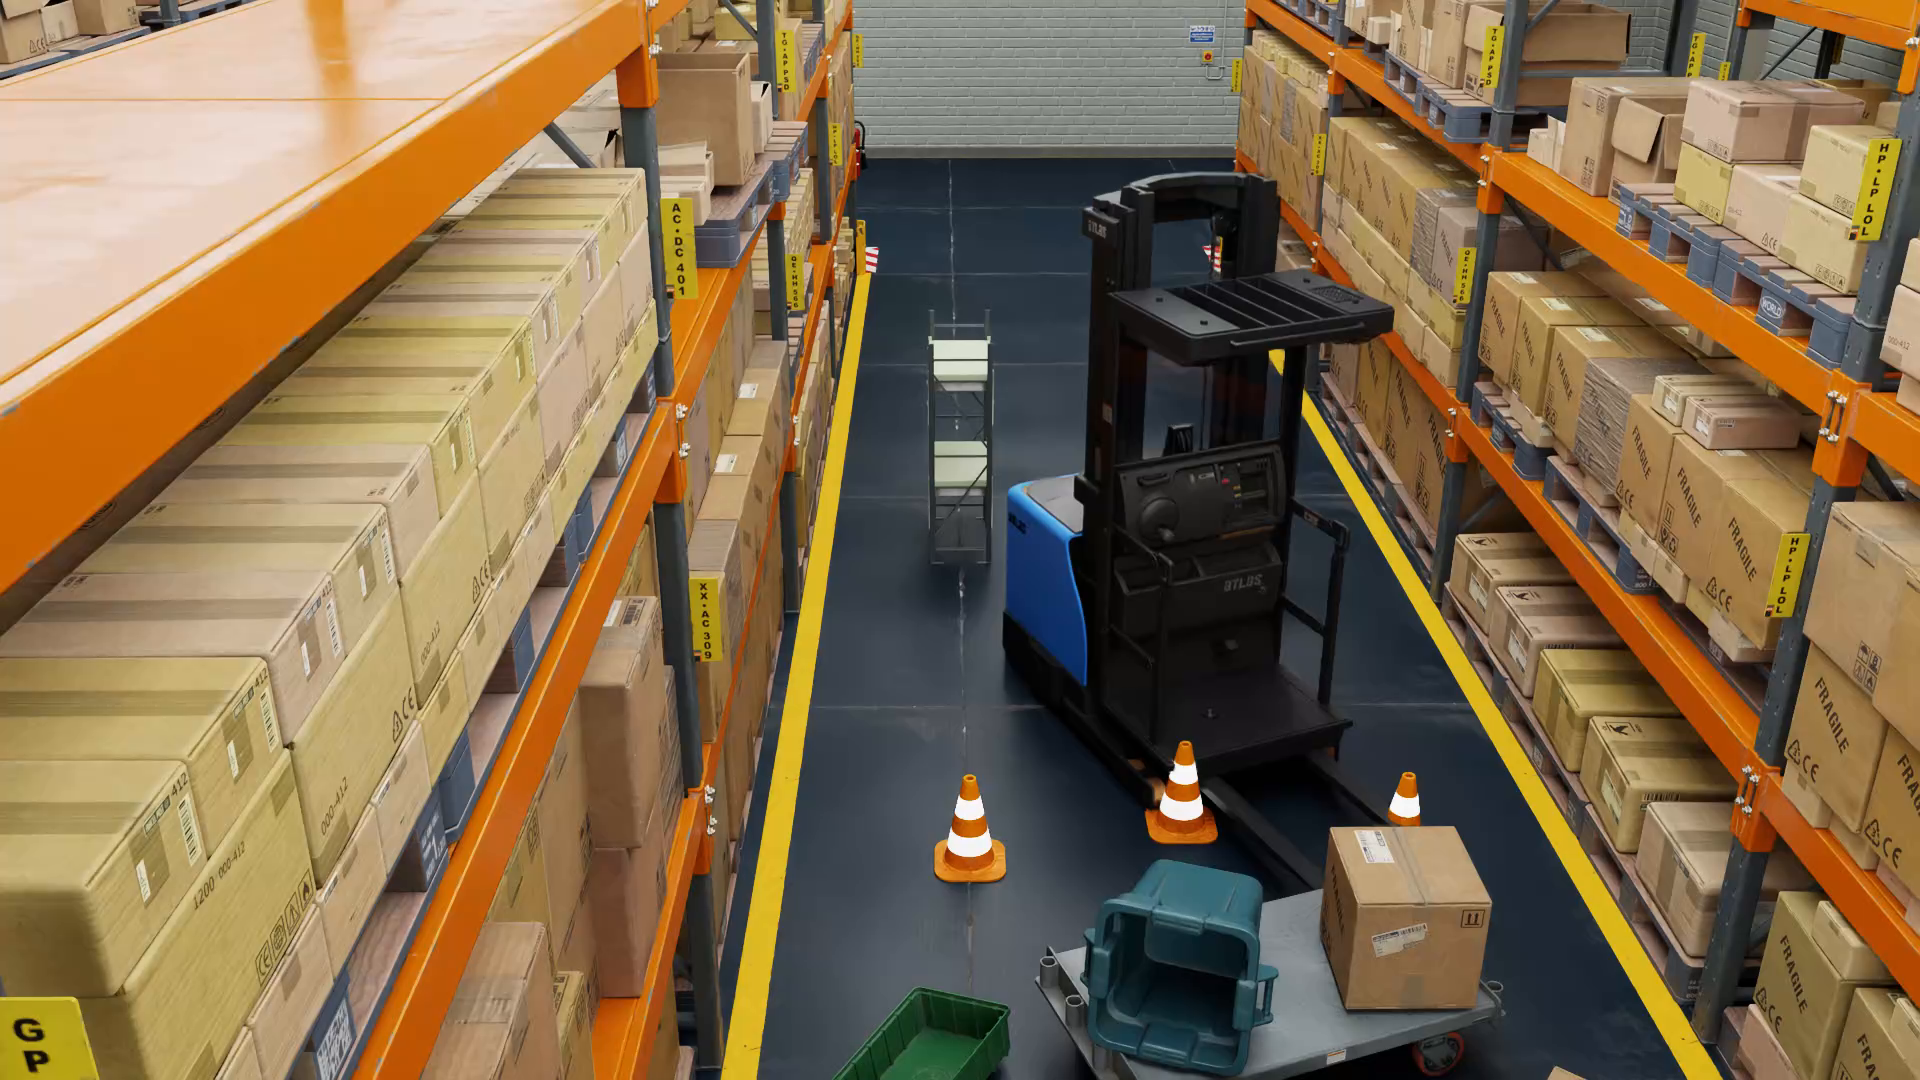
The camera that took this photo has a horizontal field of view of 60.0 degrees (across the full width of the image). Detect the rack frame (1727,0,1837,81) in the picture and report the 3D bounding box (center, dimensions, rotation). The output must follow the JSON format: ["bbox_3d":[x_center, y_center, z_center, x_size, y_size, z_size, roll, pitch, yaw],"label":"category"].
[{"bbox_3d":[8.333,-4.317,17.155,1.000,3.000,0.127,0,24,-1],"label":"rack frame"}]

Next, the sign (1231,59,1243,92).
[{"bbox_3d":[2.815,-4.724,16.907,0.100,0.325,0.005,0,24,-1],"label":"sign"}]

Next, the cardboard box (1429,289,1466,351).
[{"bbox_3d":[3.198,-1.355,10.180,0.500,0.250,0.500,0,24,-1],"label":"cardboard box"}]

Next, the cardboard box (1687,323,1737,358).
[{"bbox_3d":[3.757,-0.992,8.024,0.380,0.149,0.250,-1,24,-3],"label":"cardboard box"}]

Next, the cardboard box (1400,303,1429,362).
[{"bbox_3d":[3.171,-1.346,10.768,0.500,0.250,0.500,0,24,0],"label":"cardboard box"}]

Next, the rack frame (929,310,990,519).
[{"bbox_3d":[-0.004,-0.831,11.268,0.400,1.500,0.023,0,24,-1],"label":"rack frame"}]

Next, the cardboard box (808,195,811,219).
[{"bbox_3d":[-1.329,-2.522,12.620,0.380,0.149,0.250,0,24,0],"label":"cardboard box"}]

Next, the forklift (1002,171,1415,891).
[{"bbox_3d":[1.305,-0.193,8.119,1.130,2.935,3.031,-10,26,-22],"label":"forklift"}]

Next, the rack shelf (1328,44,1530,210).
[{"bbox_3d":[3.435,-2.860,11.166,1.077,0.370,4.000,0,24,-1],"label":"rack shelf"}]

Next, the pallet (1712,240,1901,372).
[{"bbox_3d":[3.601,-0.884,6.153,1.213,0.211,1.003,0,24,-1],"label":"pallet"}]

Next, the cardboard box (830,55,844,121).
[{"bbox_3d":[-1.296,-4.037,14.841,0.500,0.500,0.500,-1,24,-2],"label":"cardboard box"}]

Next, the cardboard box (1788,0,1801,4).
[{"bbox_3d":[8.019,-5.120,15.595,0.380,0.149,0.250,0,24,1],"label":"cardboard box"}]

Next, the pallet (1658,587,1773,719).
[{"bbox_3d":[3.638,0.423,6.906,1.003,0.211,1.213,0,24,-1],"label":"pallet"}]

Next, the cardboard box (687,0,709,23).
[{"bbox_3d":[-1.790,-3.389,10.413,0.396,0.266,0.258,0,24,-1],"label":"cardboard box"}]

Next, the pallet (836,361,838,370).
[{"bbox_3d":[-1.578,-1.587,14.503,1.003,0.211,1.213,0,24,-1],"label":"pallet"}]

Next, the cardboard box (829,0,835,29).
[{"bbox_3d":[-1.291,-4.278,13.610,0.500,0.250,0.500,-1,24,-1],"label":"cardboard box"}]

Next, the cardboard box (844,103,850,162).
[{"bbox_3d":[-1.301,-3.805,15.541,0.500,0.500,0.500,0,24,0],"label":"cardboard box"}]

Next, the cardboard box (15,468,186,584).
[{"bbox_3d":[-1.698,0.080,2.984,0.500,0.250,0.500,0,24,-1],"label":"cardboard box"}]

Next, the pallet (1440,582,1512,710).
[{"bbox_3d":[3.464,0.596,9.676,1.003,0.211,1.213,0,24,-1],"label":"pallet"}]

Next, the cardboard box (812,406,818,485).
[{"bbox_3d":[-1.263,-0.696,11.673,0.500,0.500,0.500,-1,24,-2],"label":"cardboard box"}]

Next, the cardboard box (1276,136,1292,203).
[{"bbox_3d":[3.122,-3.299,14.784,0.500,0.500,0.500,-1,24,-1],"label":"cardboard box"}]

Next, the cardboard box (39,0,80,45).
[{"bbox_3d":[-6.574,-3.665,11.673,0.500,0.311,0.500,-1,24,-2],"label":"cardboard box"}]

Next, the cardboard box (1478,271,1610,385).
[{"bbox_3d":[3.231,-1.183,9.233,0.500,0.500,0.500,-1,24,-2],"label":"cardboard box"}]

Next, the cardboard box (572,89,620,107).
[{"bbox_3d":[-1.698,-1.962,7.860,0.500,0.250,0.500,0,24,1],"label":"cardboard box"}]

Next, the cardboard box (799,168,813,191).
[{"bbox_3d":[-1.336,-2.764,12.795,0.380,0.149,0.250,1,24,2],"label":"cardboard box"}]

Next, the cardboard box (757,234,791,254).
[{"bbox_3d":[-1.314,-1.904,10.894,0.380,0.149,0.250,1,24,2],"label":"cardboard box"}]

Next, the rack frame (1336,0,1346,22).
[{"bbox_3d":[3.414,-5.378,12.222,1.000,3.000,0.127,0,24,-1],"label":"rack frame"}]

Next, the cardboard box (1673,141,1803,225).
[{"bbox_3d":[3.345,-1.497,6.952,0.500,0.250,0.500,0,24,0],"label":"cardboard box"}]

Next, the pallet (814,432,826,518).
[{"bbox_3d":[-1.509,-0.486,12.068,1.003,0.211,1.213,0,24,-1],"label":"pallet"}]

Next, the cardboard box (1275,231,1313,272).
[{"bbox_3d":[3.495,-2.668,16.110,0.875,0.438,0.875,0,24,1],"label":"cardboard box"}]

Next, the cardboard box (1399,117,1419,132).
[{"bbox_3d":[3.669,-2.963,12.827,0.500,0.500,0.500,1,24,1],"label":"cardboard box"}]

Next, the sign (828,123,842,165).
[{"bbox_3d":[-0.980,-3.112,13.087,0.100,0.325,0.005,0,24,-1],"label":"sign"}]

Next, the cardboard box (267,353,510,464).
[{"bbox_3d":[-1.105,-0.257,3.244,0.380,0.149,0.250,0,24,0],"label":"cardboard box"}]

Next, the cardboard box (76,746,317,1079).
[{"bbox_3d":[-1.153,0.493,2.070,0.500,0.250,0.500,0,24,-1],"label":"cardboard box"}]

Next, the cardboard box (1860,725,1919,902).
[{"bbox_3d":[3.256,0.860,5.226,0.500,0.500,0.500,0,24,-1],"label":"cardboard box"}]

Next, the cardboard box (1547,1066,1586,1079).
[{"bbox_3d":[2.152,2.237,5.694,0.500,0.500,0.500,19,30,35],"label":"cardboard box"}]

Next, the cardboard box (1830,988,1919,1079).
[{"bbox_3d":[3.255,1.836,5.467,0.500,0.500,0.500,1,24,2],"label":"cardboard box"}]

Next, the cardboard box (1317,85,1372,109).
[{"bbox_3d":[3.092,-3.567,13.375,0.380,0.149,0.250,-1,24,-2],"label":"cardboard box"}]

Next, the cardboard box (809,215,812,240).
[{"bbox_3d":[-1.329,-2.388,12.685,0.380,0.149,0.250,0,24,0],"label":"cardboard box"}]

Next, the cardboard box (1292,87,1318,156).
[{"bbox_3d":[3.135,-3.548,14.121,0.500,0.500,0.500,-1,24,-1],"label":"cardboard box"}]

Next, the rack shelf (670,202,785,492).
[{"bbox_3d":[-1.470,-1.148,7.380,1.077,0.370,4.000,0,24,-1],"label":"rack shelf"}]

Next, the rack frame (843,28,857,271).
[{"bbox_3d":[-1.579,-4.229,16.961,1.000,3.000,0.127,0,24,-1],"label":"rack frame"}]

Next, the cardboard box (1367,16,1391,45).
[{"bbox_3d":[3.077,-3.573,11.645,0.380,0.166,0.250,-2,24,-4],"label":"cardboard box"}]

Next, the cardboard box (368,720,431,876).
[{"bbox_3d":[-1.096,0.419,2.717,0.380,0.149,0.250,0,24,0],"label":"cardboard box"}]

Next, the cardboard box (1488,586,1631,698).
[{"bbox_3d":[3.469,0.546,9.081,0.950,0.372,0.625,-1,24,-2],"label":"cardboard box"}]

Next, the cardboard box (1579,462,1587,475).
[{"bbox_3d":[3.306,-0.380,8.247,0.380,0.149,0.250,1,24,2],"label":"cardboard box"}]

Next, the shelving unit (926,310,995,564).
[{"bbox_3d":[0.000,-0.681,10.935,0.431,1.500,0.755,0,24,-1],"label":"shelving unit"}]

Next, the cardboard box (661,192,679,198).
[{"bbox_3d":[-1.211,-1.202,6.302,0.250,0.149,0.380,0,24,-1],"label":"cardboard box"}]

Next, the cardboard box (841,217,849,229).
[{"bbox_3d":[-1.320,-3.176,16.860,0.380,0.149,0.250,0,24,0],"label":"cardboard box"}]

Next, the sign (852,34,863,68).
[{"bbox_3d":[-1.024,-4.895,16.645,0.100,0.325,0.005,0,24,-1],"label":"sign"}]

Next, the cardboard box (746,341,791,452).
[{"bbox_3d":[-1.218,-0.794,9.244,0.500,0.500,0.500,0,24,-1],"label":"cardboard box"}]

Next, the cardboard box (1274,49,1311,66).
[{"bbox_3d":[3.096,-4.408,15.234,0.380,0.149,0.250,0,24,0],"label":"cardboard box"}]

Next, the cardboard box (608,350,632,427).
[{"bbox_3d":[-1.117,-0.415,4.561,0.380,0.149,0.250,0,24,0],"label":"cardboard box"}]

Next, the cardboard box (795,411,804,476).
[{"bbox_3d":[-1.257,-0.612,10.577,0.500,0.250,0.500,-1,24,-3],"label":"cardboard box"}]

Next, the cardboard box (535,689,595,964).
[{"bbox_3d":[-1.488,0.757,4.445,0.875,0.550,0.550,0,24,-1],"label":"cardboard box"}]

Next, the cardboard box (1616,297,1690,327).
[{"bbox_3d":[3.757,-0.970,8.763,0.500,0.500,0.500,-1,24,-1],"label":"cardboard box"}]

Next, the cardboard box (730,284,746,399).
[{"bbox_3d":[-1.490,-1.040,8.576,0.700,0.500,0.500,-1,24,-1],"label":"cardboard box"}]
